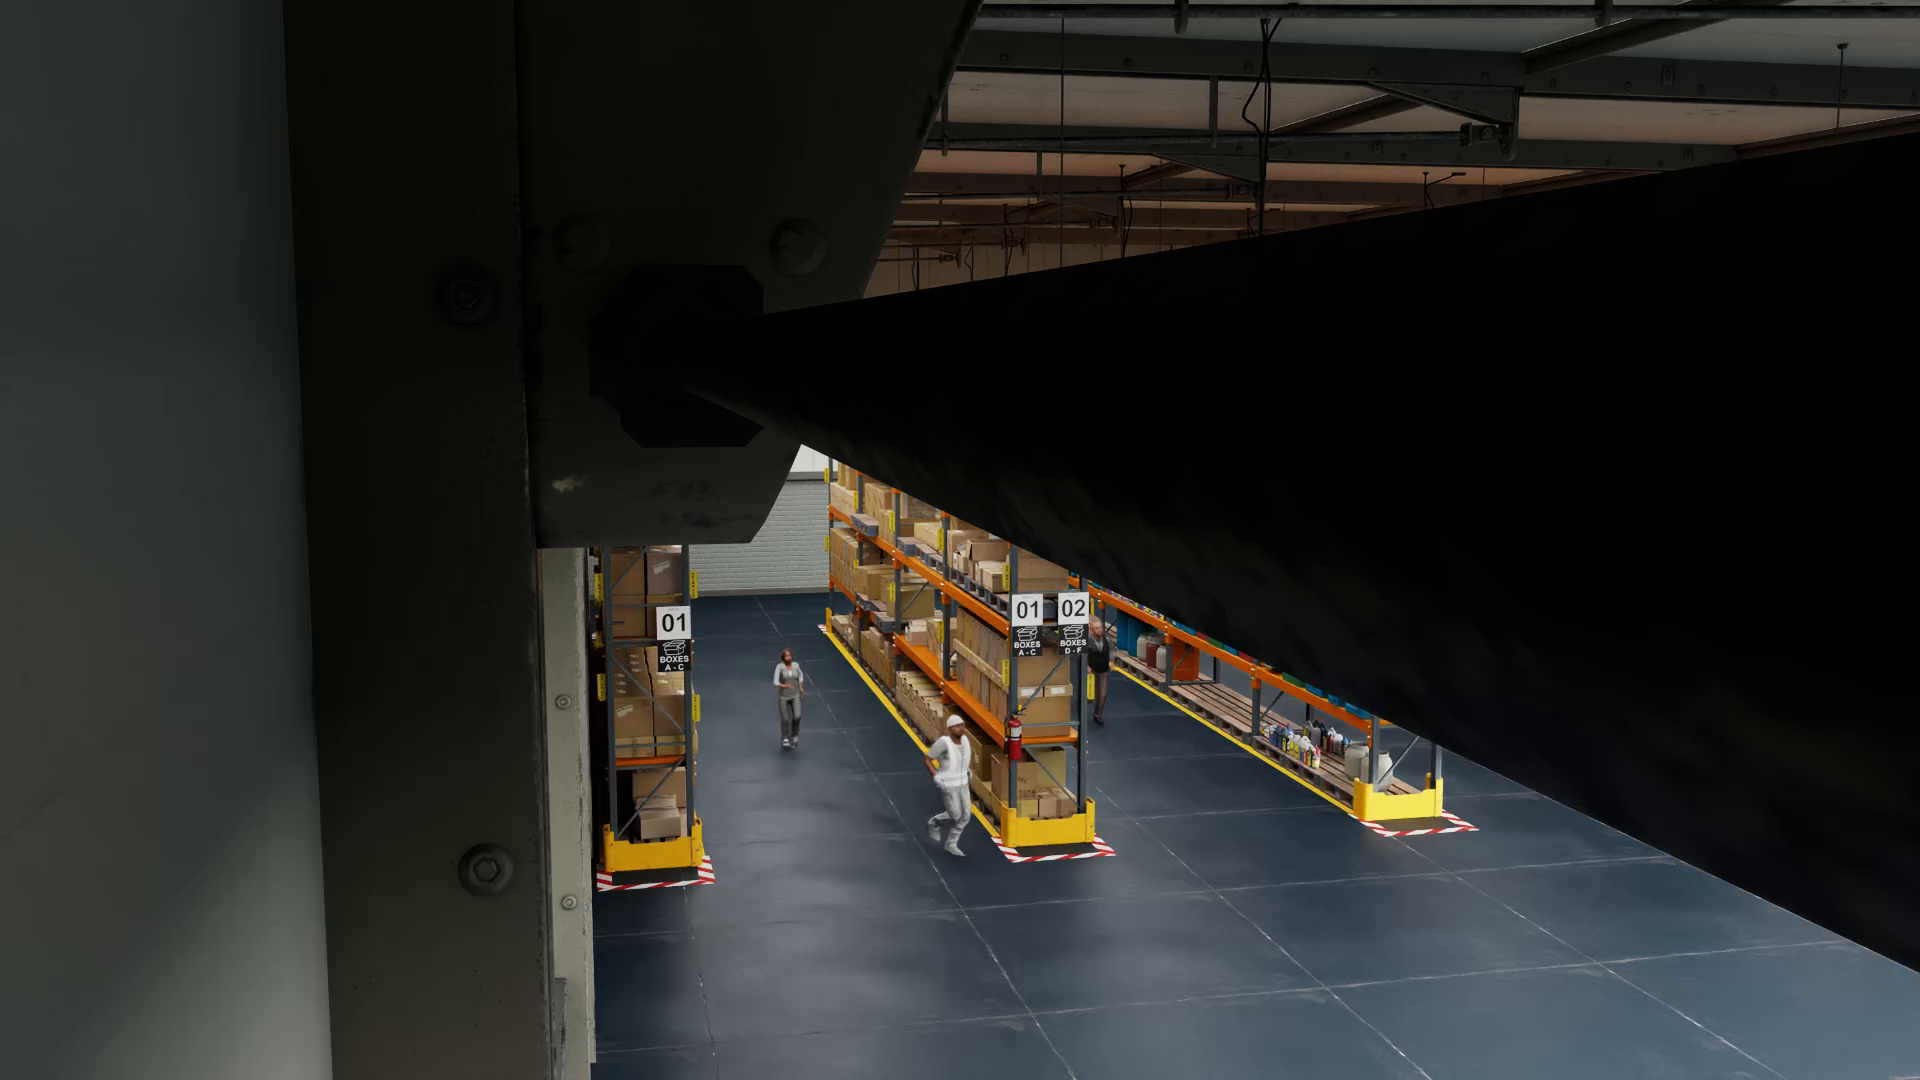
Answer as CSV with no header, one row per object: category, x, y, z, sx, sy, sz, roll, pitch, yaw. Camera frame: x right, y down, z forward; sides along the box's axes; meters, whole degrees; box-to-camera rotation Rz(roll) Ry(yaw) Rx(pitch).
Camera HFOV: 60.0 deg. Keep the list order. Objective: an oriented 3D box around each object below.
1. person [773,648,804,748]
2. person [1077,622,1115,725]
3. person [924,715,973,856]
person,-2.650,2.465,25.886,0.511,1.570,0.630,-2,7,-16
person,2.273,2.206,27.789,0.682,1.702,0.605,-2,7,-19
person,-0.109,3.032,20.705,0.567,1.736,0.699,6,9,43
